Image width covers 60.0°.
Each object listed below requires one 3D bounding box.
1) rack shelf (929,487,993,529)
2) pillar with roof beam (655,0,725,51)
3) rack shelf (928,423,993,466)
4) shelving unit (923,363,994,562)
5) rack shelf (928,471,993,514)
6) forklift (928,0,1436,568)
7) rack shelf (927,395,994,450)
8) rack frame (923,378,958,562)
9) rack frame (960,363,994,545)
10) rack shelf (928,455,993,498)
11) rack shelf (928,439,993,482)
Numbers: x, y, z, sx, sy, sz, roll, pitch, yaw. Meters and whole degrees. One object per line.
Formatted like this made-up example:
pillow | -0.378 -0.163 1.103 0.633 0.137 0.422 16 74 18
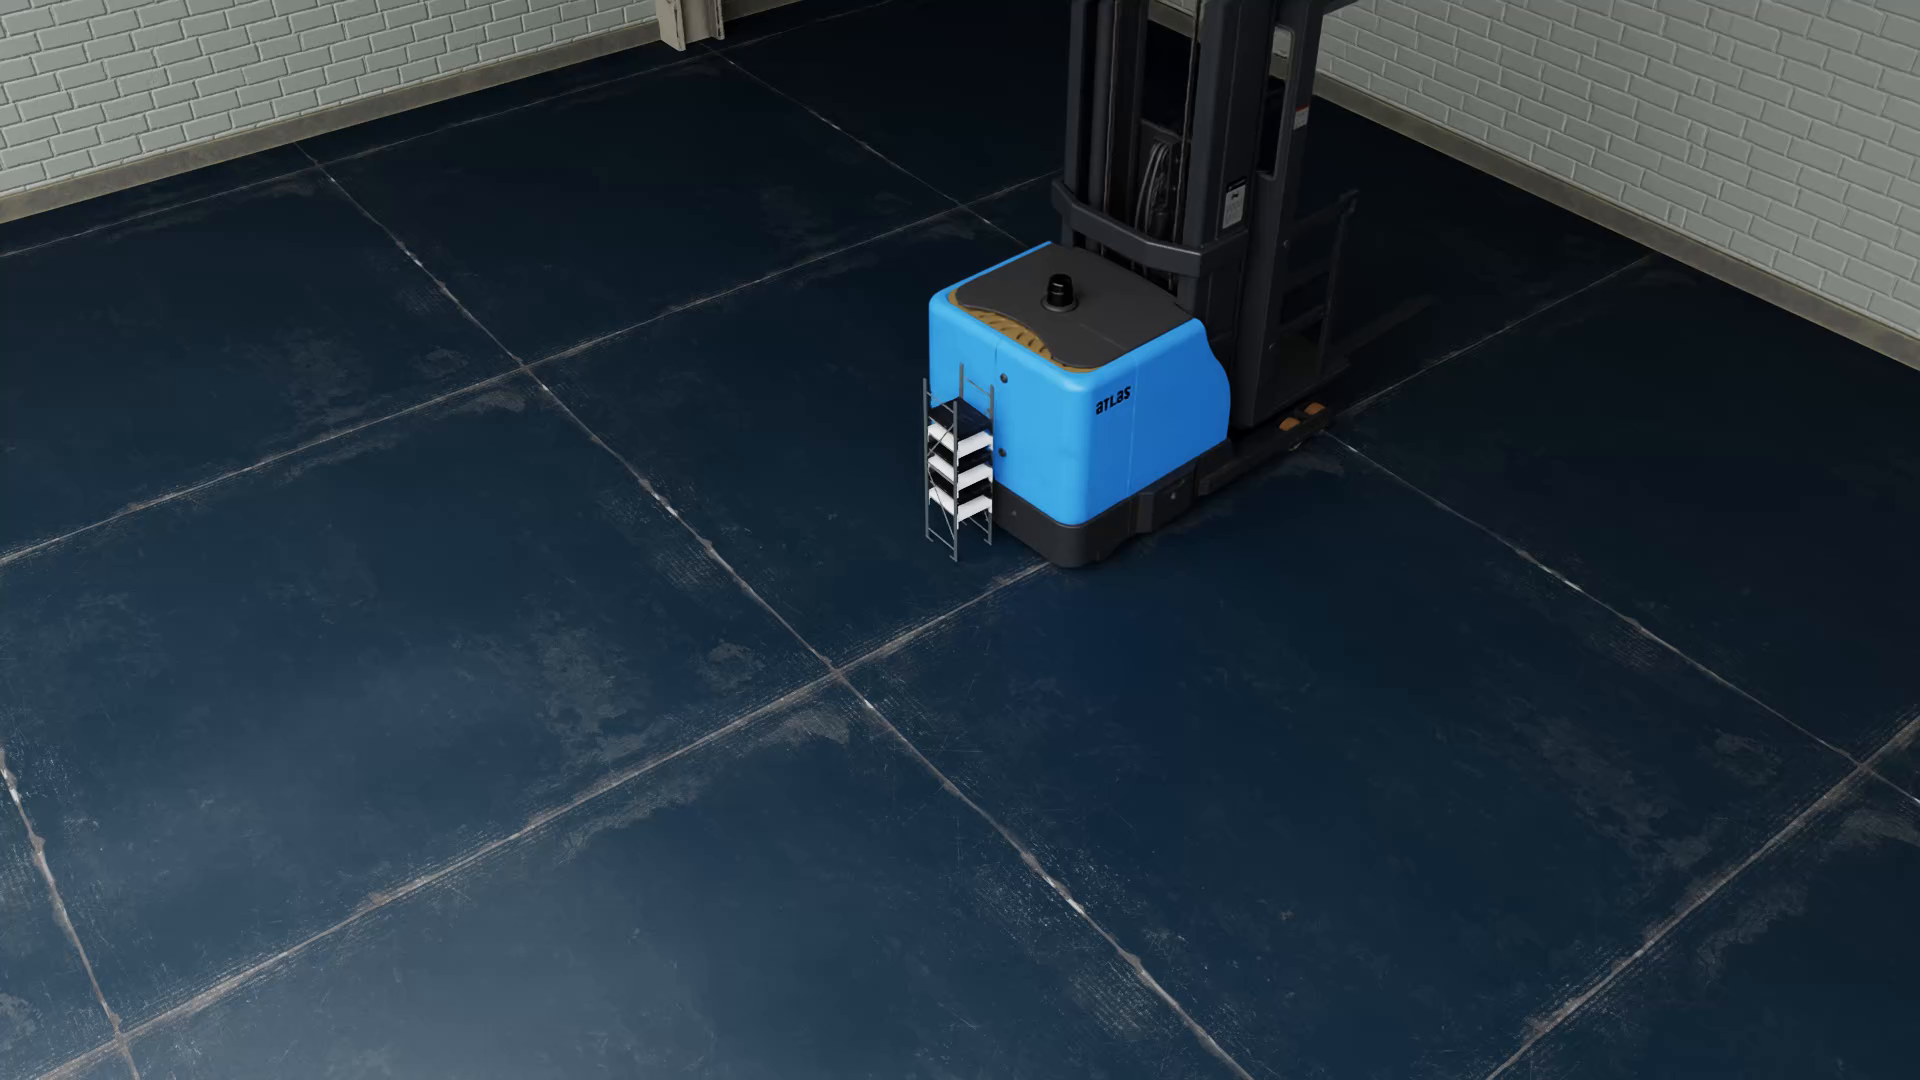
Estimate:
rack shelf | -0.006 -0.180 7.730 0.200 0.077 0.258 -26 46 -28
pillar with roof beam | 0.615 -5.079 6.980 0.400 9.000 9.100 -26 46 -28
rack shelf | -0.006 -0.458 7.501 0.200 0.077 0.258 -26 46 -28
shelving unit | -0.006 -0.345 7.594 0.210 0.900 0.258 -26 46 -28
rack shelf | -0.006 -0.249 7.672 0.200 0.077 0.258 -26 46 -28
forklift | 1.276 -1.811 7.780 3.031 2.935 1.130 -30 48 -31
rack shelf | -0.006 -0.528 7.444 0.200 0.077 0.258 -26 46 -28
rack frame | -0.087 -0.305 7.546 0.006 0.900 0.240 -26 46 -28
rack frame | 0.074 -0.384 7.642 0.006 0.900 0.240 -26 46 -28
rack shelf | -0.006 -0.319 7.615 0.200 0.077 0.258 -26 46 -28
rack shelf | -0.006 -0.389 7.558 0.200 0.077 0.258 -26 46 -28
